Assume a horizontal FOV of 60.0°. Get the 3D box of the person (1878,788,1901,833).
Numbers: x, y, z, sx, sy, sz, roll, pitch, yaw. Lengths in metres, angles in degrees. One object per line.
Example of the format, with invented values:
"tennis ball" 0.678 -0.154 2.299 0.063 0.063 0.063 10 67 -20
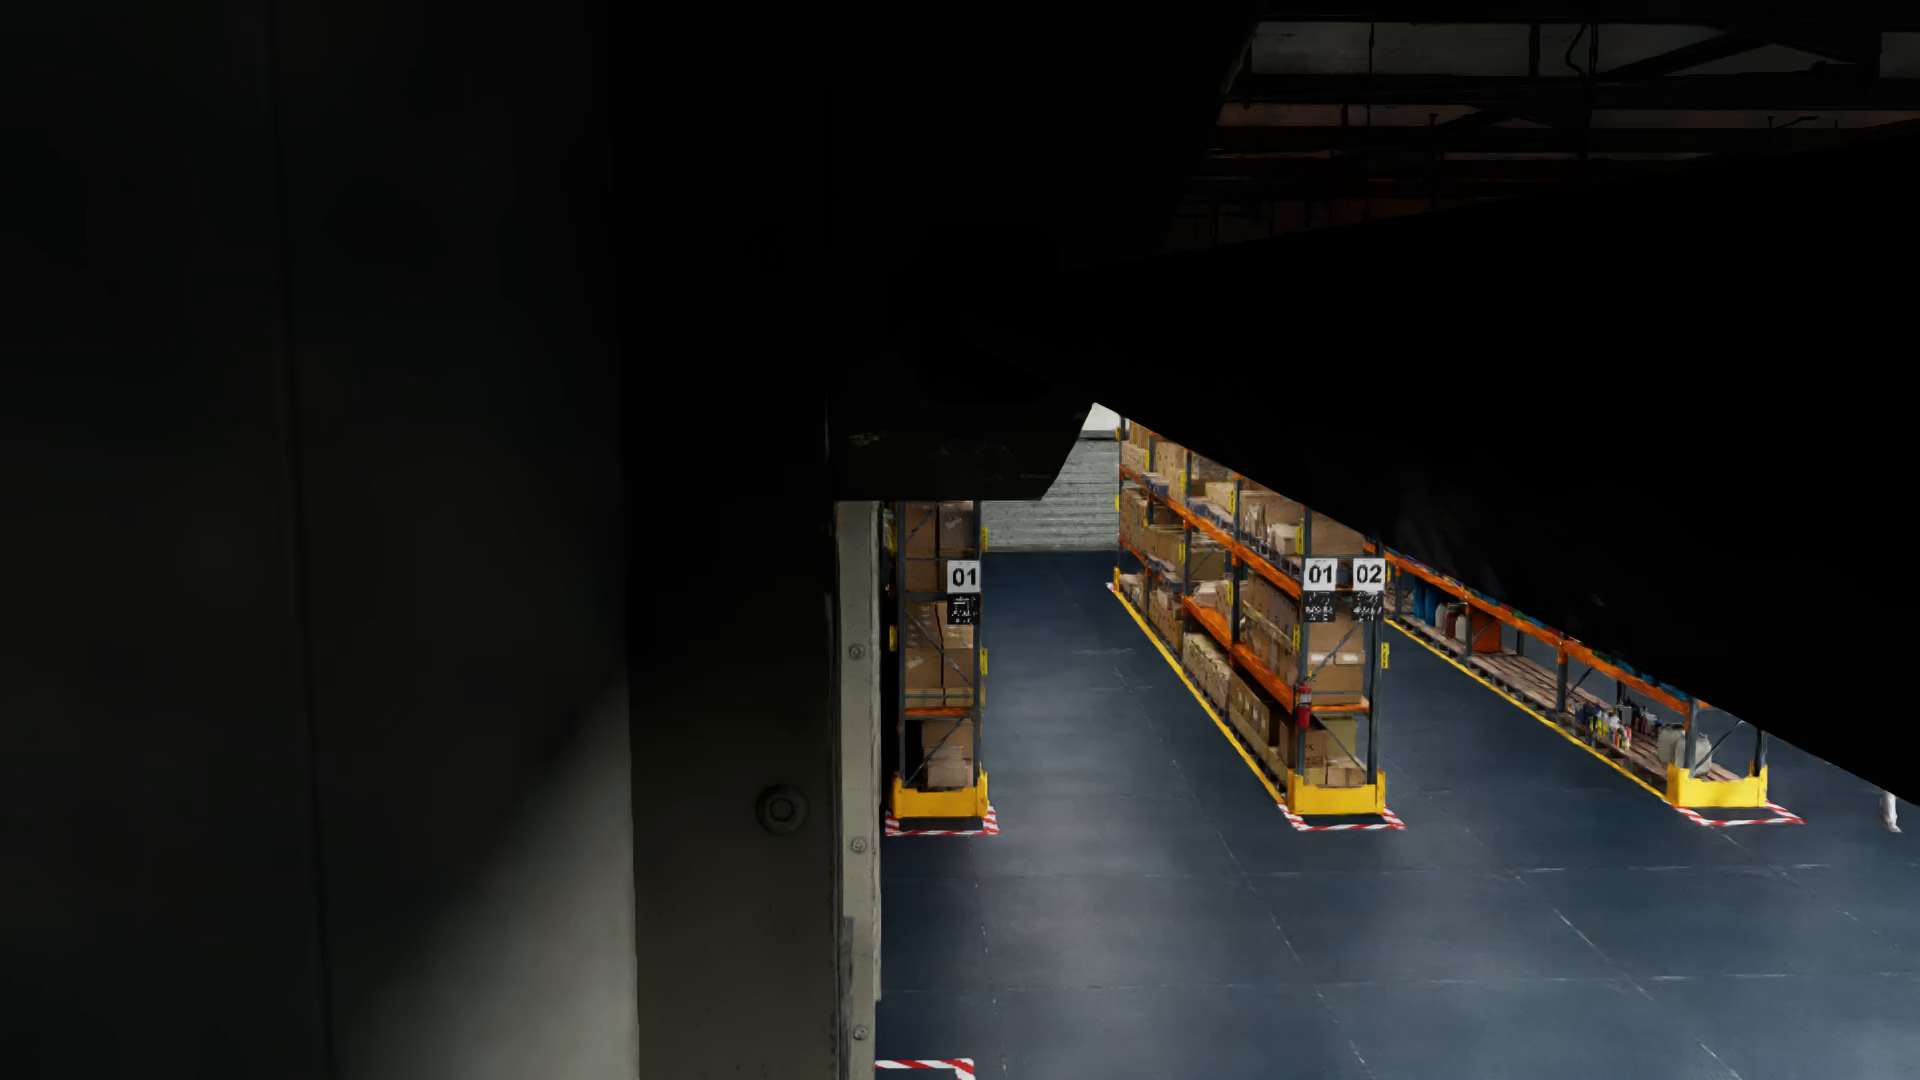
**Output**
"person" 11.286 2.611 19.989 0.539 1.715 1.031 1 8 6
